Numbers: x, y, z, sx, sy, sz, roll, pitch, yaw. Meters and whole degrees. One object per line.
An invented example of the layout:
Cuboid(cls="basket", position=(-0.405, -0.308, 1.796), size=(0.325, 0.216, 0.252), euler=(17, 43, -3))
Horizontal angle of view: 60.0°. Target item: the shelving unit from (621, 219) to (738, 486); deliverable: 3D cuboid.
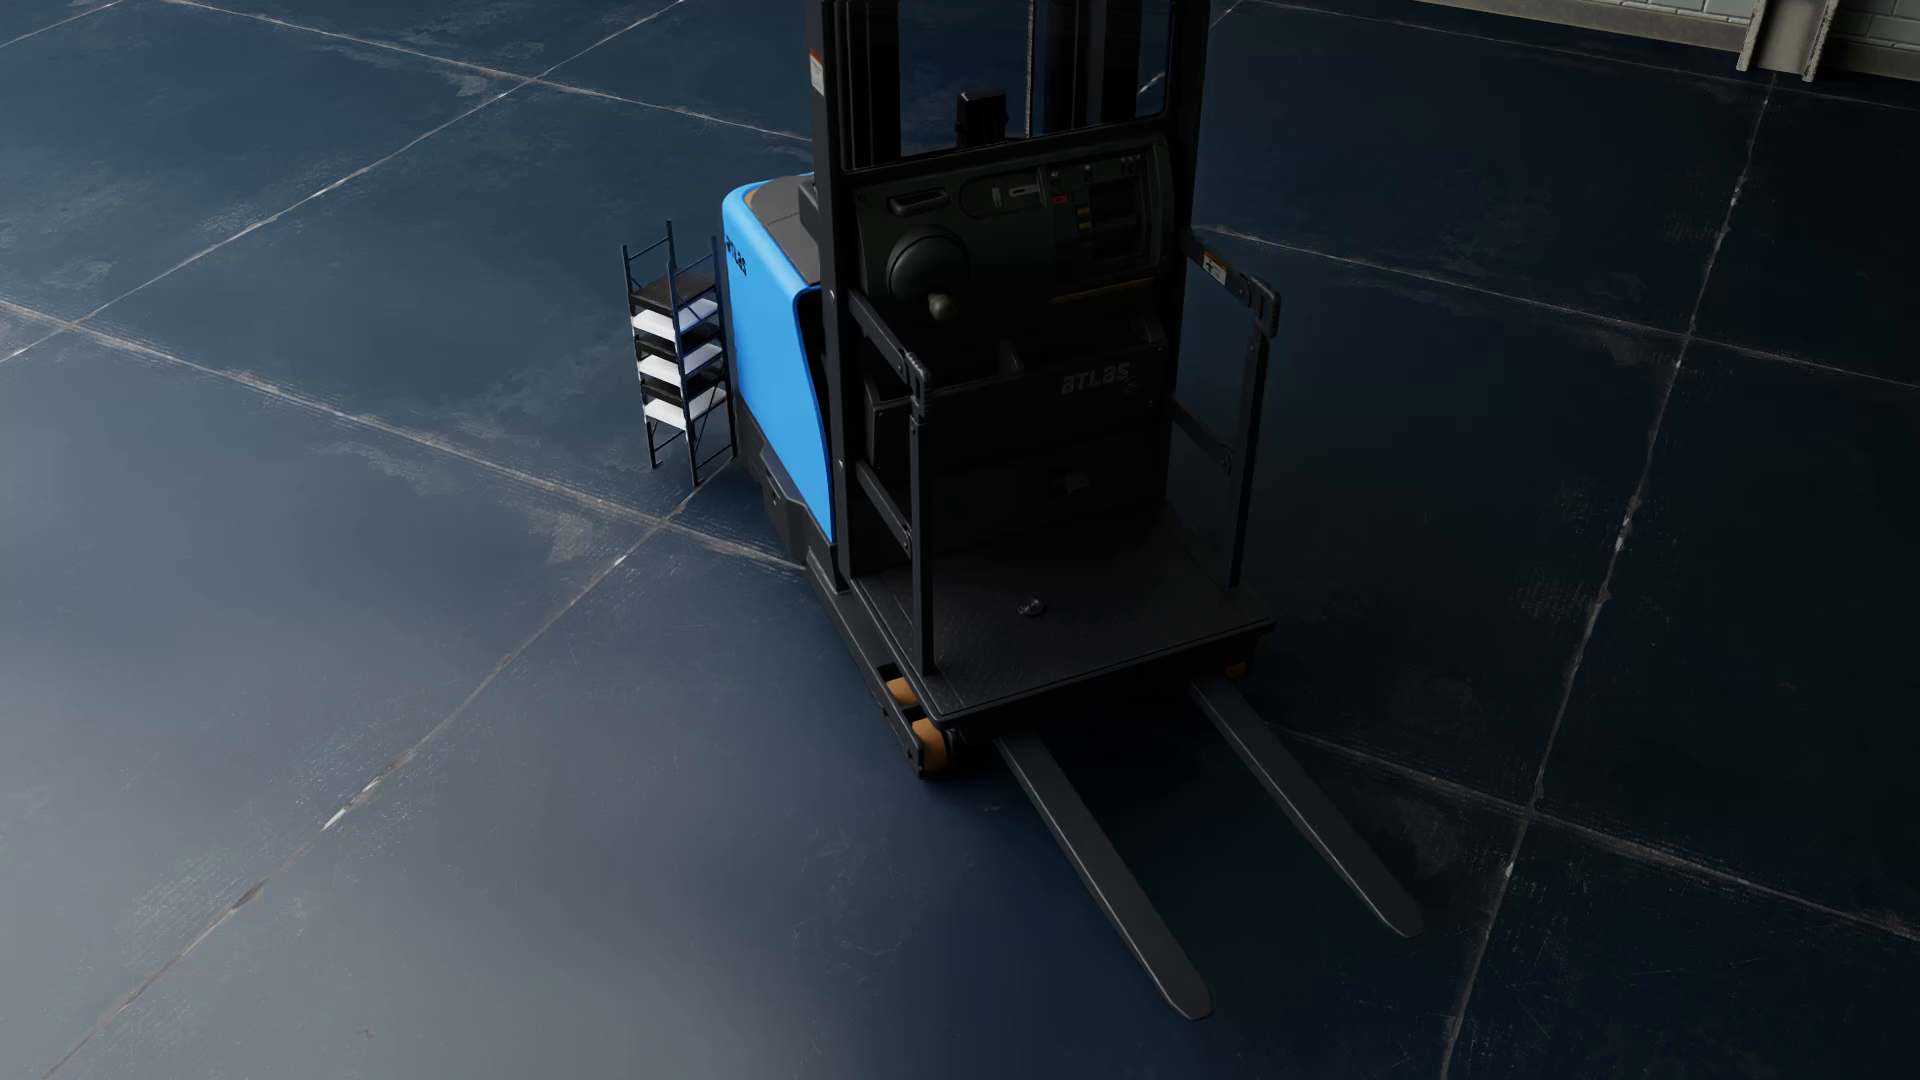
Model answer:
Cuboid(cls="shelving unit", position=(-0.978, -0.648, 5.859), size=(0.210, 0.900, 0.258), euler=(22, 43, 27))

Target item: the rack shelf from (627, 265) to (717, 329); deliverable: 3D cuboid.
Cuboid(cls="rack shelf", position=(-0.978, -0.836, 5.716), size=(0.200, 0.077, 0.258), euler=(22, 43, 27))

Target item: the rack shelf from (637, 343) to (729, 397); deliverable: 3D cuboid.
Cuboid(cls="rack shelf", position=(-0.978, -0.621, 5.879), size=(0.200, 0.077, 0.258), euler=(22, 43, 27))

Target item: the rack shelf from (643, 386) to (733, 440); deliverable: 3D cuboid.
Cuboid(cls="rack shelf", position=(-0.978, -0.478, 5.988), size=(0.200, 0.077, 0.258), euler=(22, 43, 27))

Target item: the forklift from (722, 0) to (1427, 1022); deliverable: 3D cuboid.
Cuboid(cls="forklift", position=(0.246, -0.782, 4.355), size=(1.130, 2.935, 3.031), euler=(-15, 40, -19))

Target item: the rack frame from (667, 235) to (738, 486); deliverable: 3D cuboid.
Cuboid(cls="rack frame", position=(-0.894, -0.613, 5.814), size=(0.006, 0.900, 0.240), euler=(22, 43, 27))

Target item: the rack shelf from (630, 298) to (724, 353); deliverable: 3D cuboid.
Cuboid(cls="rack shelf", position=(-0.978, -0.765, 5.770), size=(0.200, 0.077, 0.258), euler=(22, 43, 27))

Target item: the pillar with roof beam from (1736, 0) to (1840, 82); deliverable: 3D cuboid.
Cuboid(cls="pillar with roof beam", position=(2.545, -3.894, 3.437), size=(0.400, 9.000, 9.100), euler=(17, 41, 21))

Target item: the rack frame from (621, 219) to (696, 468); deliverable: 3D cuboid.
Cuboid(cls="rack frame", position=(-1.063, -0.682, 5.905), size=(0.006, 0.900, 0.240), euler=(22, 43, 27))

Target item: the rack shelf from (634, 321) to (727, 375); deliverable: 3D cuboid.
Cuboid(cls="rack shelf", position=(-0.978, -0.693, 5.825), size=(0.200, 0.077, 0.258), euler=(22, 43, 27))

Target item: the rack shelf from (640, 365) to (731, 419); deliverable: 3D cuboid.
Cuboid(cls="rack shelf", position=(-0.978, -0.550, 5.934), size=(0.200, 0.077, 0.258), euler=(22, 43, 27))
